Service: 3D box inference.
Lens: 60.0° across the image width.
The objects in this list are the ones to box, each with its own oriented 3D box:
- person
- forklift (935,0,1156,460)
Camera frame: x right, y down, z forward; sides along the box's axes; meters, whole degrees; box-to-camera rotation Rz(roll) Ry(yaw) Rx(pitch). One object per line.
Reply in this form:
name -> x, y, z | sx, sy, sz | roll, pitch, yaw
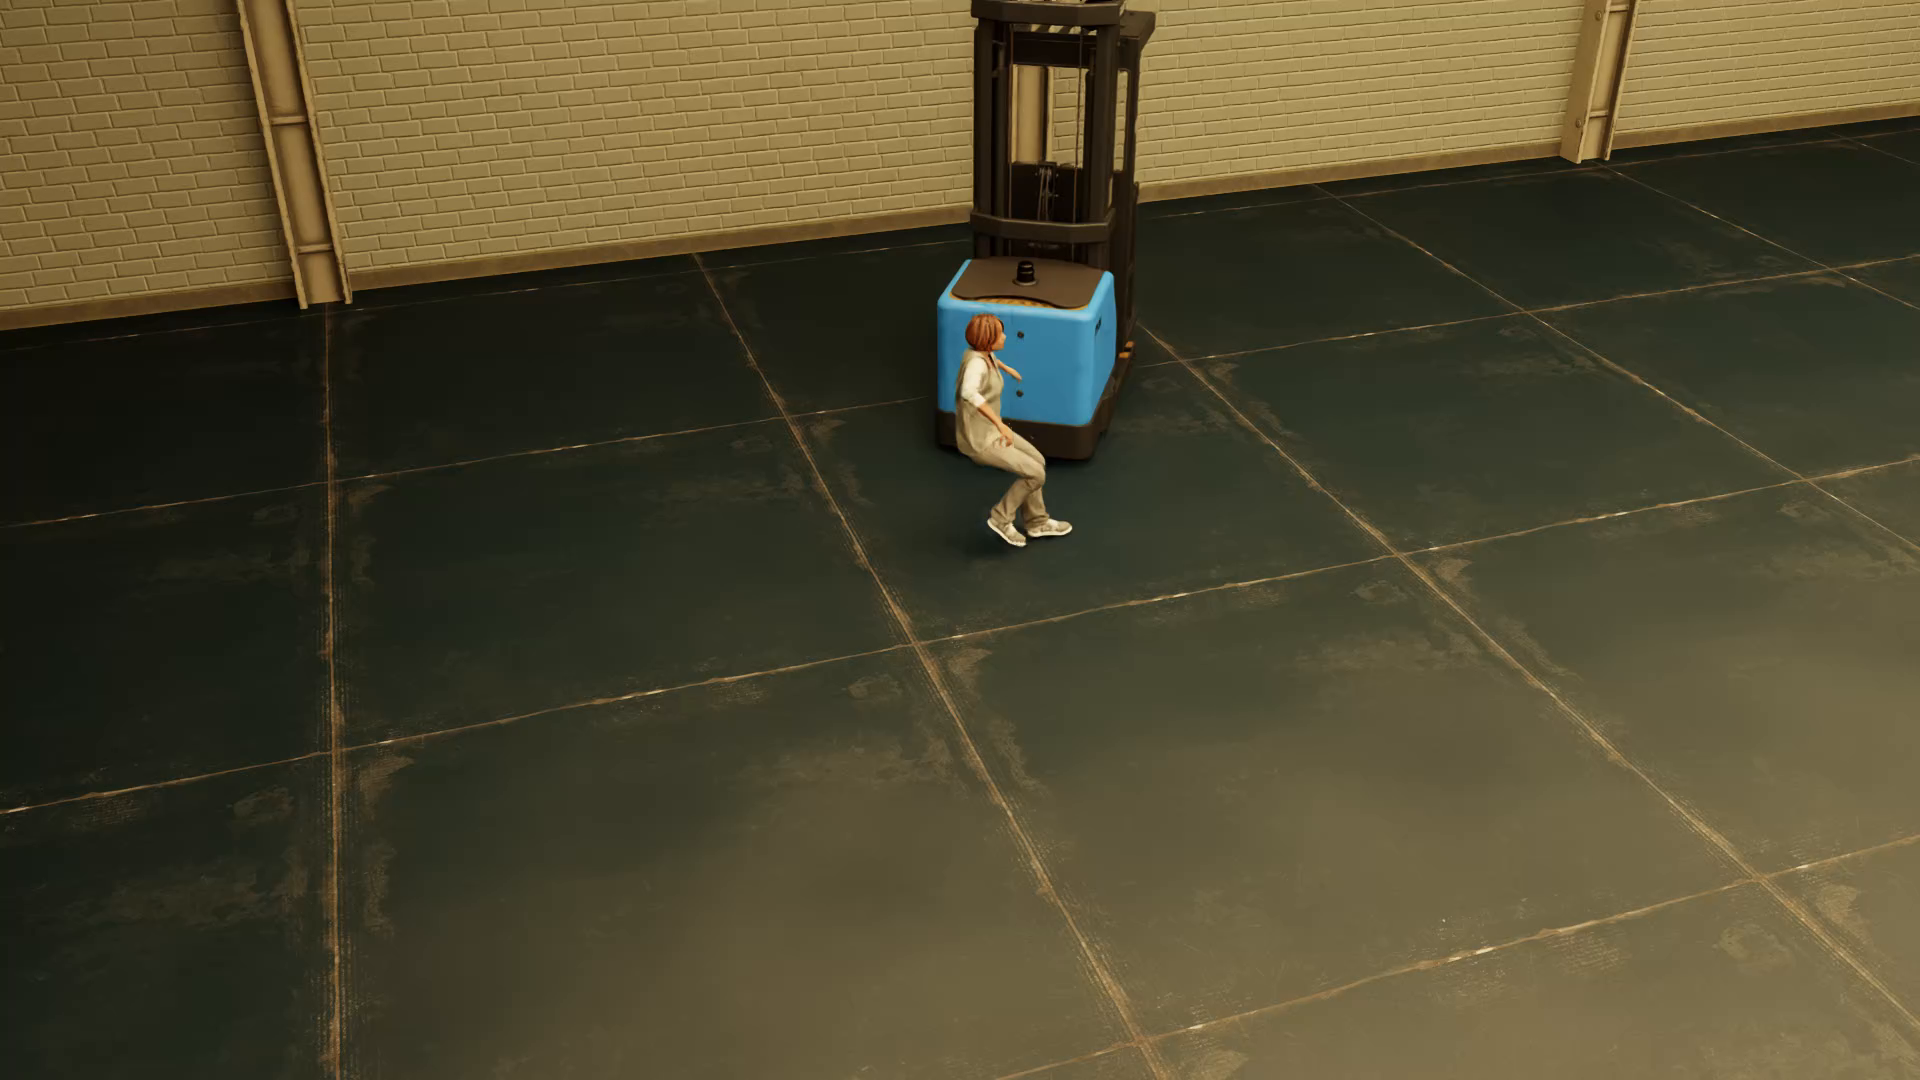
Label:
person -> 0.322, -0.636, 9.663 | 0.691, 1.446, 0.960 | 4, 30, 6
forklift -> 0.689, -2.514, 11.456 | 1.130, 2.935, 3.031 | 7, 31, 12
